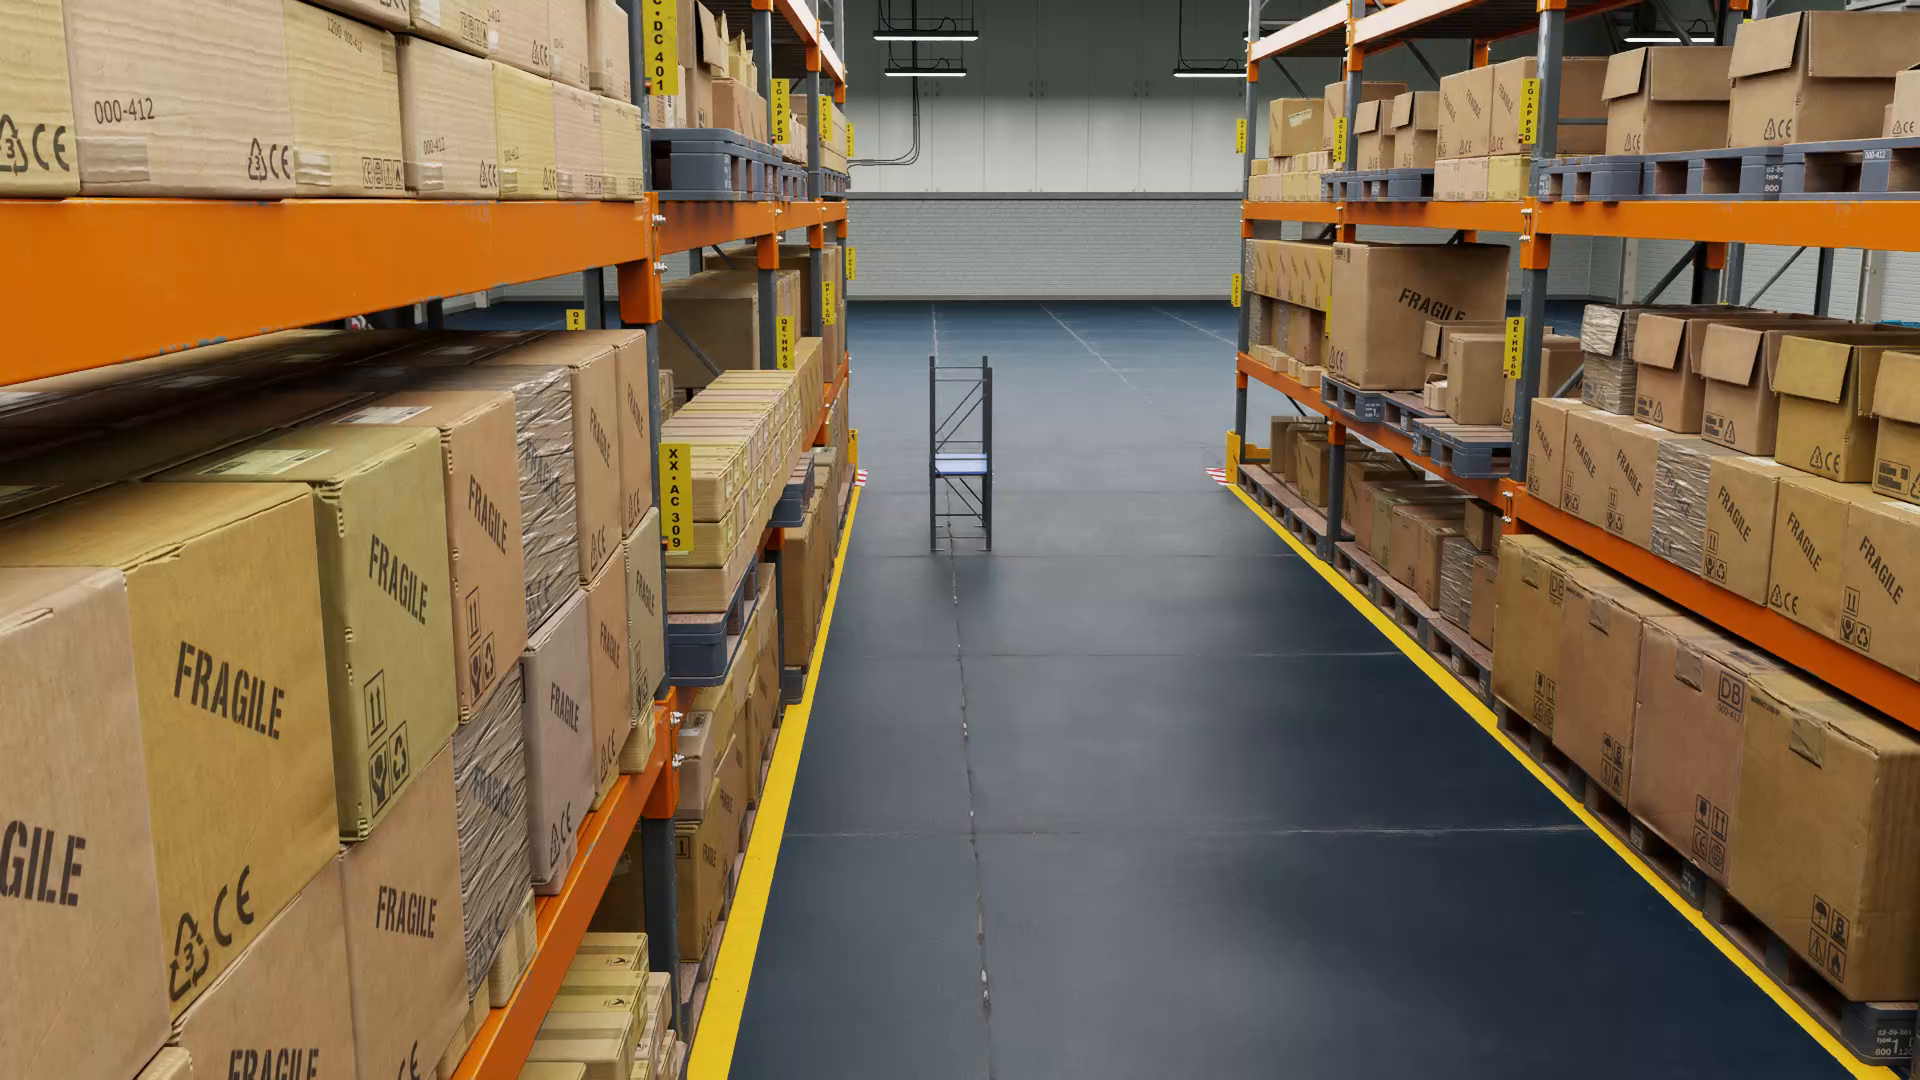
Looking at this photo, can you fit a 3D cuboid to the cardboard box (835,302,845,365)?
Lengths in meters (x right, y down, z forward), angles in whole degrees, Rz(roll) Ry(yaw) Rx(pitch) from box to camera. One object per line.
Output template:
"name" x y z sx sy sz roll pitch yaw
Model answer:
"cardboard box" -1.555 -1.975 15.874 0.875 0.550 0.550 0 11 -1

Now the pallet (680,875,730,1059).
"pallet" -1.411 1.513 6.072 1.003 0.211 1.213 0 11 -1

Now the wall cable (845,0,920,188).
"wall cable" -2.304 -13.078 47.336 2.305 6.003 0.169 0 11 -1

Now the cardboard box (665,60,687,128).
"cardboard box" -1.201 -1.507 5.567 0.500 0.311 0.500 0 11 -2

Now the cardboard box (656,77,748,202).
"cardboard box" -1.180 -1.702 7.109 0.500 0.500 0.500 0 11 -1

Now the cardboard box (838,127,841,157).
"cardboard box" -1.333 -3.586 14.969 0.500 0.250 0.500 0 11 -1

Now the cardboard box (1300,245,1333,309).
"cardboard box" 3.107 -2.162 13.658 0.500 0.500 0.500 0 11 -1

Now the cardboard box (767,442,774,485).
"cardboard box" -0.976 -0.319 6.913 0.380 0.149 0.250 0 11 -2

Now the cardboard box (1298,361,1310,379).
"cardboard box" 3.128 -1.457 14.327 0.380 0.149 0.250 0 11 -1

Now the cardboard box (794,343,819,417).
"cardboard box" -1.270 -1.135 11.860 0.500 0.500 0.500 0 11 -2

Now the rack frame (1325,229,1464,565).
"rack frame" 3.403 -1.290 12.872 1.000 3.000 0.127 0 11 -1

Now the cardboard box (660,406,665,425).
"cardboard box" -1.659 -0.572 8.161 0.380 0.149 0.250 0 11 2

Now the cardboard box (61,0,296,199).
"cardboard box" -1.071 -0.496 1.790 0.500 0.250 0.500 0 11 1

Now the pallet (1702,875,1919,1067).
"pallet" 3.477 1.514 6.065 1.003 0.211 1.213 0 11 -1

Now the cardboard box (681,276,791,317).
"cardboard box" -1.519 -1.527 11.276 0.700 0.500 0.500 0 11 -1

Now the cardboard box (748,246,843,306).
"cardboard box" -1.568 -2.504 15.766 0.875 0.550 0.550 0 11 -1

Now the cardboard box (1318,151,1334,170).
"cardboard box" 3.101 -3.048 13.369 0.380 0.149 0.250 -1 11 -4

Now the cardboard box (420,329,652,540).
"cardboard box" -1.113 -0.292 4.438 0.500 0.500 0.500 -1 11 -3

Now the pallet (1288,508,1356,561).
"pallet" 3.353 -0.056 13.806 1.003 0.211 1.213 0 11 -1

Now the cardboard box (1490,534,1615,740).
"cardboard box" 3.479 0.478 8.445 1.225 0.875 0.875 -1 11 -4

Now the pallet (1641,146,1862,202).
"pallet" 3.578 -1.522 6.948 1.003 0.211 1.213 0 11 1

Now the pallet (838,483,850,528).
"pallet" -1.524 -0.317 15.093 1.003 0.211 1.213 0 11 -1

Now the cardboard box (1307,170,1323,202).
"cardboard box" 3.132 -2.880 13.542 0.500 0.250 0.500 0 11 0

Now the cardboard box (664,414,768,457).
"cardboard box" -0.969 -0.411 6.618 0.380 0.149 0.250 0 11 1

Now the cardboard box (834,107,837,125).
"cardboard box" -1.258 -3.658 14.320 0.380 0.149 0.250 0 11 -1

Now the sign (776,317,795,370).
"sign" -0.933 -1.027 8.864 0.100 0.325 0.005 0 11 -1

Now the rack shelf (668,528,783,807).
"rack shelf" -1.434 0.256 7.063 1.077 0.370 4.000 0 11 -1

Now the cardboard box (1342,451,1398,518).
"cardboard box" 3.415 -0.464 14.032 0.500 0.500 0.500 4 12 17

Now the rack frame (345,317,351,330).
"rack frame" -6.588 -2.044 16.590 1.000 3.000 0.127 0 11 -1

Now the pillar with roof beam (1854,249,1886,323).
"pillar with roof beam" 14.380 -8.511 33.377 9.100 9.000 0.548 0 11 -1

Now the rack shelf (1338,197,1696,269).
"rack shelf" 3.444 -2.010 10.685 1.077 0.370 4.000 0 11 -1

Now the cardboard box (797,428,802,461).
"cardboard box" -1.006 -0.481 8.460 0.380 0.149 0.250 0 11 0

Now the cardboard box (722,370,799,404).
"cardboard box" -1.007 -0.773 8.404 0.380 0.149 0.250 -1 11 -3

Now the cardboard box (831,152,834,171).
"cardboard box" -1.249 -3.167 13.906 0.380 0.149 0.250 0 11 -2

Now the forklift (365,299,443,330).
"forklift" -3.565 -0.668 9.982 1.130 2.935 3.031 -1 11 -4

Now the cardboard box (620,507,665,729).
"cardboard box" -1.101 0.201 4.524 0.500 0.500 0.500 0 11 -1

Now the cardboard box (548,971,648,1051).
"cardboard box" -1.080 1.321 4.621 0.380 0.149 0.250 0 11 0

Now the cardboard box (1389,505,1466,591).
"cardboard box" 3.397 0.048 11.459 0.700 0.500 0.500 -1 12 -6

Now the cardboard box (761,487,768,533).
"cardboard box" -0.974 -0.122 6.690 0.380 0.149 0.250 0 11 -2

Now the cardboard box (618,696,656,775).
"cardboard box" -1.039 0.531 4.531 0.380 0.149 0.250 -1 11 -3

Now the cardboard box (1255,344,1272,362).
"cardboard box" 3.064 -1.805 16.041 0.380 0.149 0.250 0 11 -1

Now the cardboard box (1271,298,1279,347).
"cardboard box" 3.434 -2.071 15.725 0.875 0.500 0.500 0 11 -1

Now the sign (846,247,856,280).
"sign" -1.098 -2.768 16.648 0.100 0.325 0.005 0 11 -1

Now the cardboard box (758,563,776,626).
"cardboard box" -1.199 0.292 8.419 0.500 0.250 0.500 -1 11 -2

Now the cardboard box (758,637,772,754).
"cardboard box" -1.194 0.758 8.010 0.500 0.500 0.500 0 11 1

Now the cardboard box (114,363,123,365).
"cardboard box" -6.255 -1.460 11.656 0.500 0.500 0.500 0 11 -1

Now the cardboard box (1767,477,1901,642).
"cardboard box" 3.282 0.061 5.961 0.500 0.500 0.500 0 11 1

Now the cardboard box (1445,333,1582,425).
"cardboard box" 3.323 -0.967 9.974 0.700 0.500 0.500 1 12 7

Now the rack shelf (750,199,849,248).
"rack shelf" -1.600 -2.804 14.603 1.077 0.370 4.000 0 11 -1

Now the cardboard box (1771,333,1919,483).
"cardboard box" 3.544 -0.503 6.222 0.797 0.503 0.637 0 11 -1

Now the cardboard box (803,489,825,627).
"cardboard box" -1.420 0.107 10.588 1.050 0.750 0.750 0 11 0

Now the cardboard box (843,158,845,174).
"cardboard box" -1.285 -3.520 15.647 0.380 0.149 0.250 0 11 0

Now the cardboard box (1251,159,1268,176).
"cardboard box" 3.003 -3.569 15.938 0.380 0.149 0.250 0 11 0

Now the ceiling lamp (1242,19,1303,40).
"ceiling lamp" 6.406 -11.145 31.680 2.000 3.185 0.800 0 11 -1

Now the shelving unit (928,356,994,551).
"shelving unit" -0.002 -0.752 13.994 0.538 1.500 1.048 0 11 -1

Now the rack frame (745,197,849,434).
"rack frame" -1.641 -2.085 16.790 1.000 3.000 0.127 0 11 -1

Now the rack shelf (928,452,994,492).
"rack shelf" -0.002 -0.576 14.029 0.538 0.185 1.000 0 11 -1

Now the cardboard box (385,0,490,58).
"cardboard box" -1.082 -0.939 2.717 0.500 0.250 0.500 -1 11 -3

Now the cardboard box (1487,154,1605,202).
"cardboard box" 3.230 -1.985 9.130 0.500 0.250 0.500 0 11 -1
